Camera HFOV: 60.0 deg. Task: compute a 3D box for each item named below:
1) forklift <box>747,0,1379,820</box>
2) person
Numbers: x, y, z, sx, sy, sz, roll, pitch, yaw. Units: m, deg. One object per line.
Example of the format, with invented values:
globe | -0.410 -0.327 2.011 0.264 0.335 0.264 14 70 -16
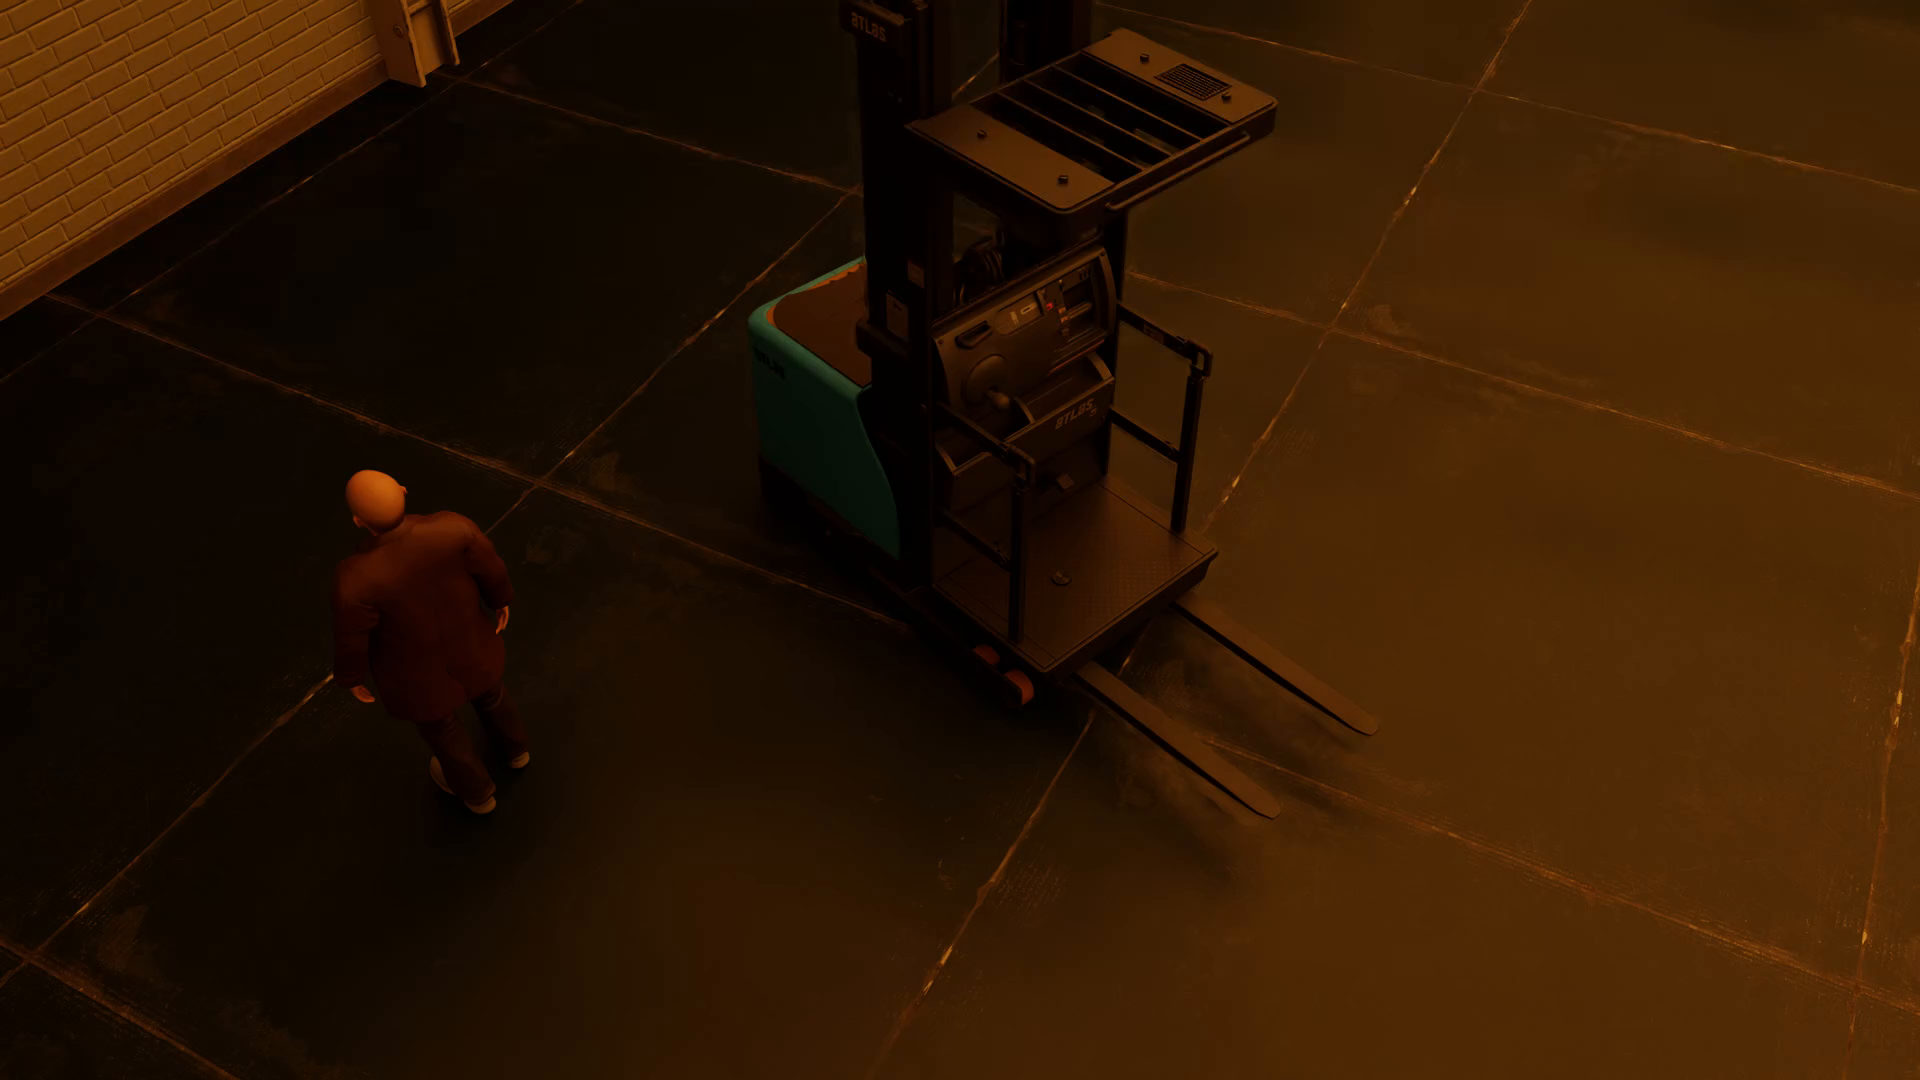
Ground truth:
forklift | 0.413 -0.759 6.459 1.130 2.935 3.031 -32 52 -29
person | -1.992 0.336 6.129 0.699 1.777 0.583 -28 50 -27
